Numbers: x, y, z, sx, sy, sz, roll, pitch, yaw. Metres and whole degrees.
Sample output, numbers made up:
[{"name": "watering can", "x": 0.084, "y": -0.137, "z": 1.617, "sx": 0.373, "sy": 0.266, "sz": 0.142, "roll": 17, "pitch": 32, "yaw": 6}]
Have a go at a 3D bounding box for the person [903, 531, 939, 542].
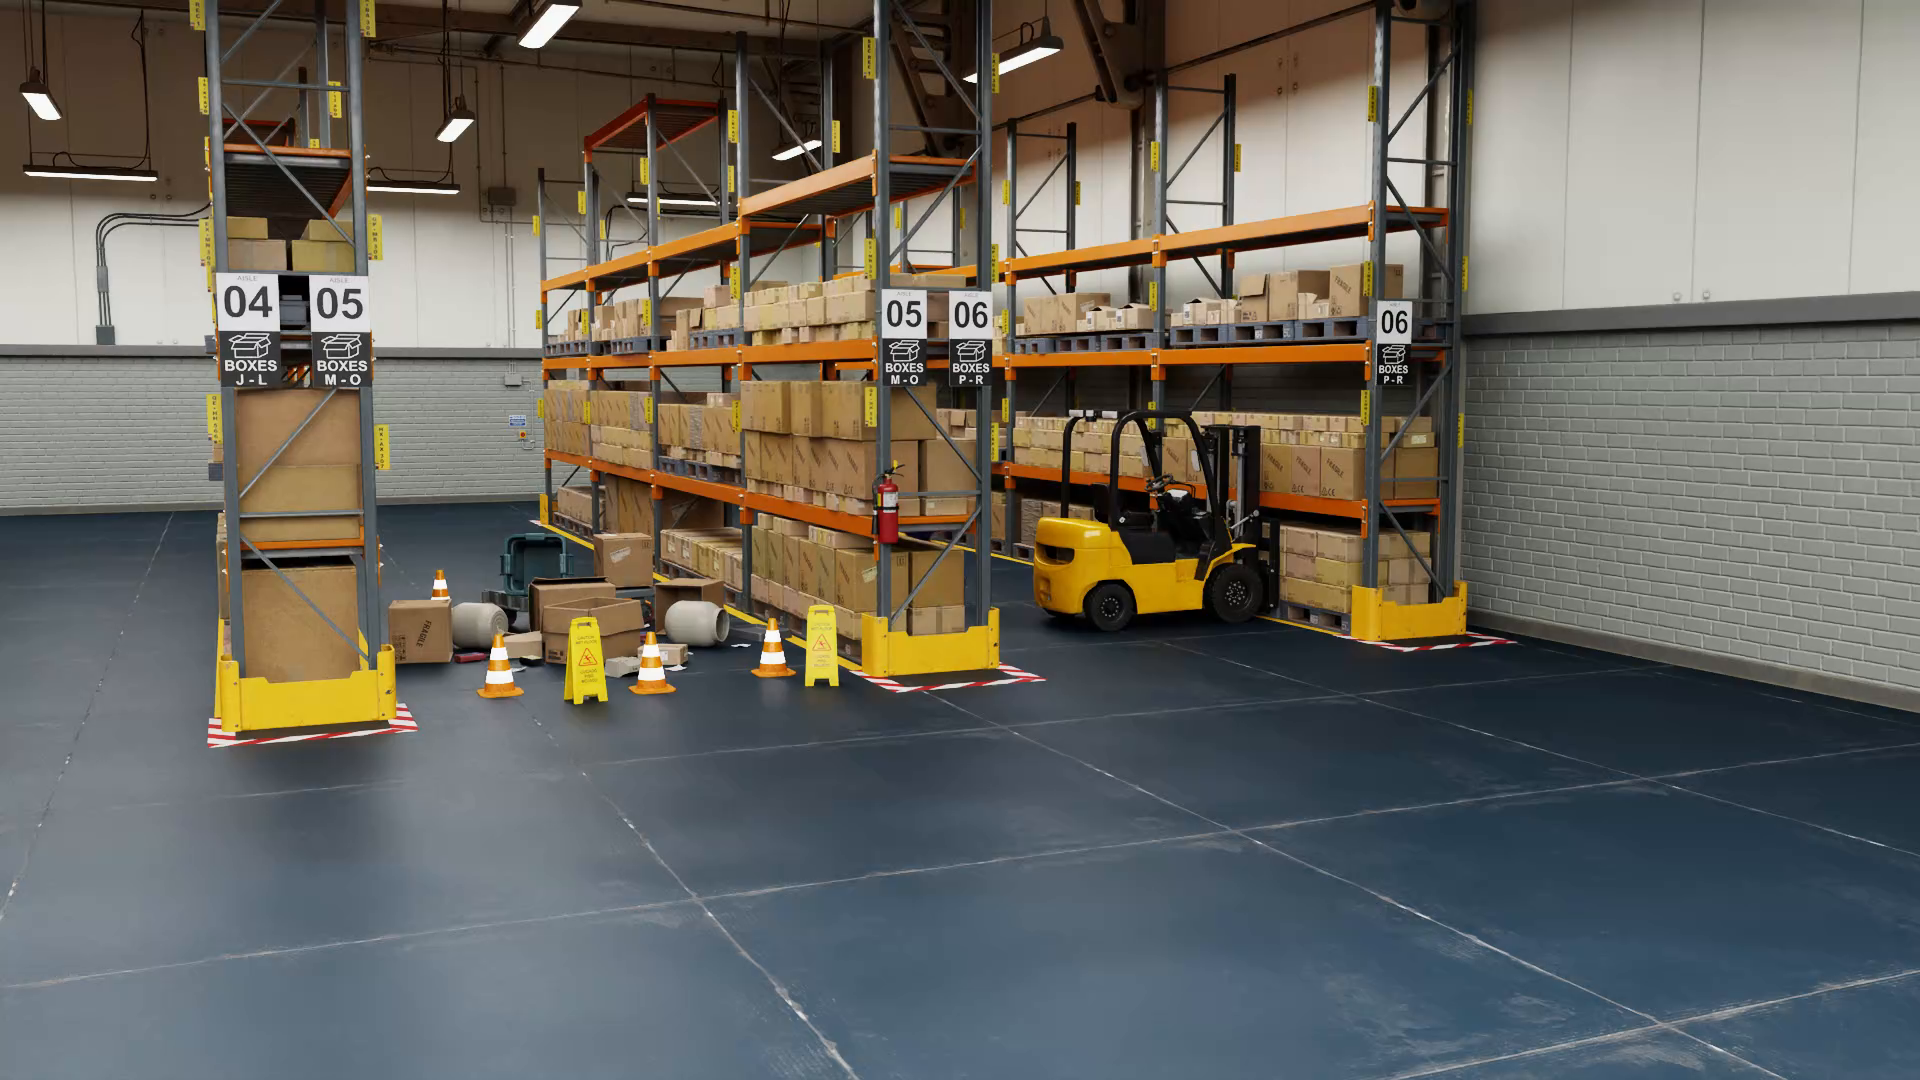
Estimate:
[{"name": "person", "x": -0.524, "y": -0.175, "z": 19.153, "sx": 0.501, "sy": 1.707, "sz": 0.701, "roll": -3, "pitch": 6, "yaw": -29}]
